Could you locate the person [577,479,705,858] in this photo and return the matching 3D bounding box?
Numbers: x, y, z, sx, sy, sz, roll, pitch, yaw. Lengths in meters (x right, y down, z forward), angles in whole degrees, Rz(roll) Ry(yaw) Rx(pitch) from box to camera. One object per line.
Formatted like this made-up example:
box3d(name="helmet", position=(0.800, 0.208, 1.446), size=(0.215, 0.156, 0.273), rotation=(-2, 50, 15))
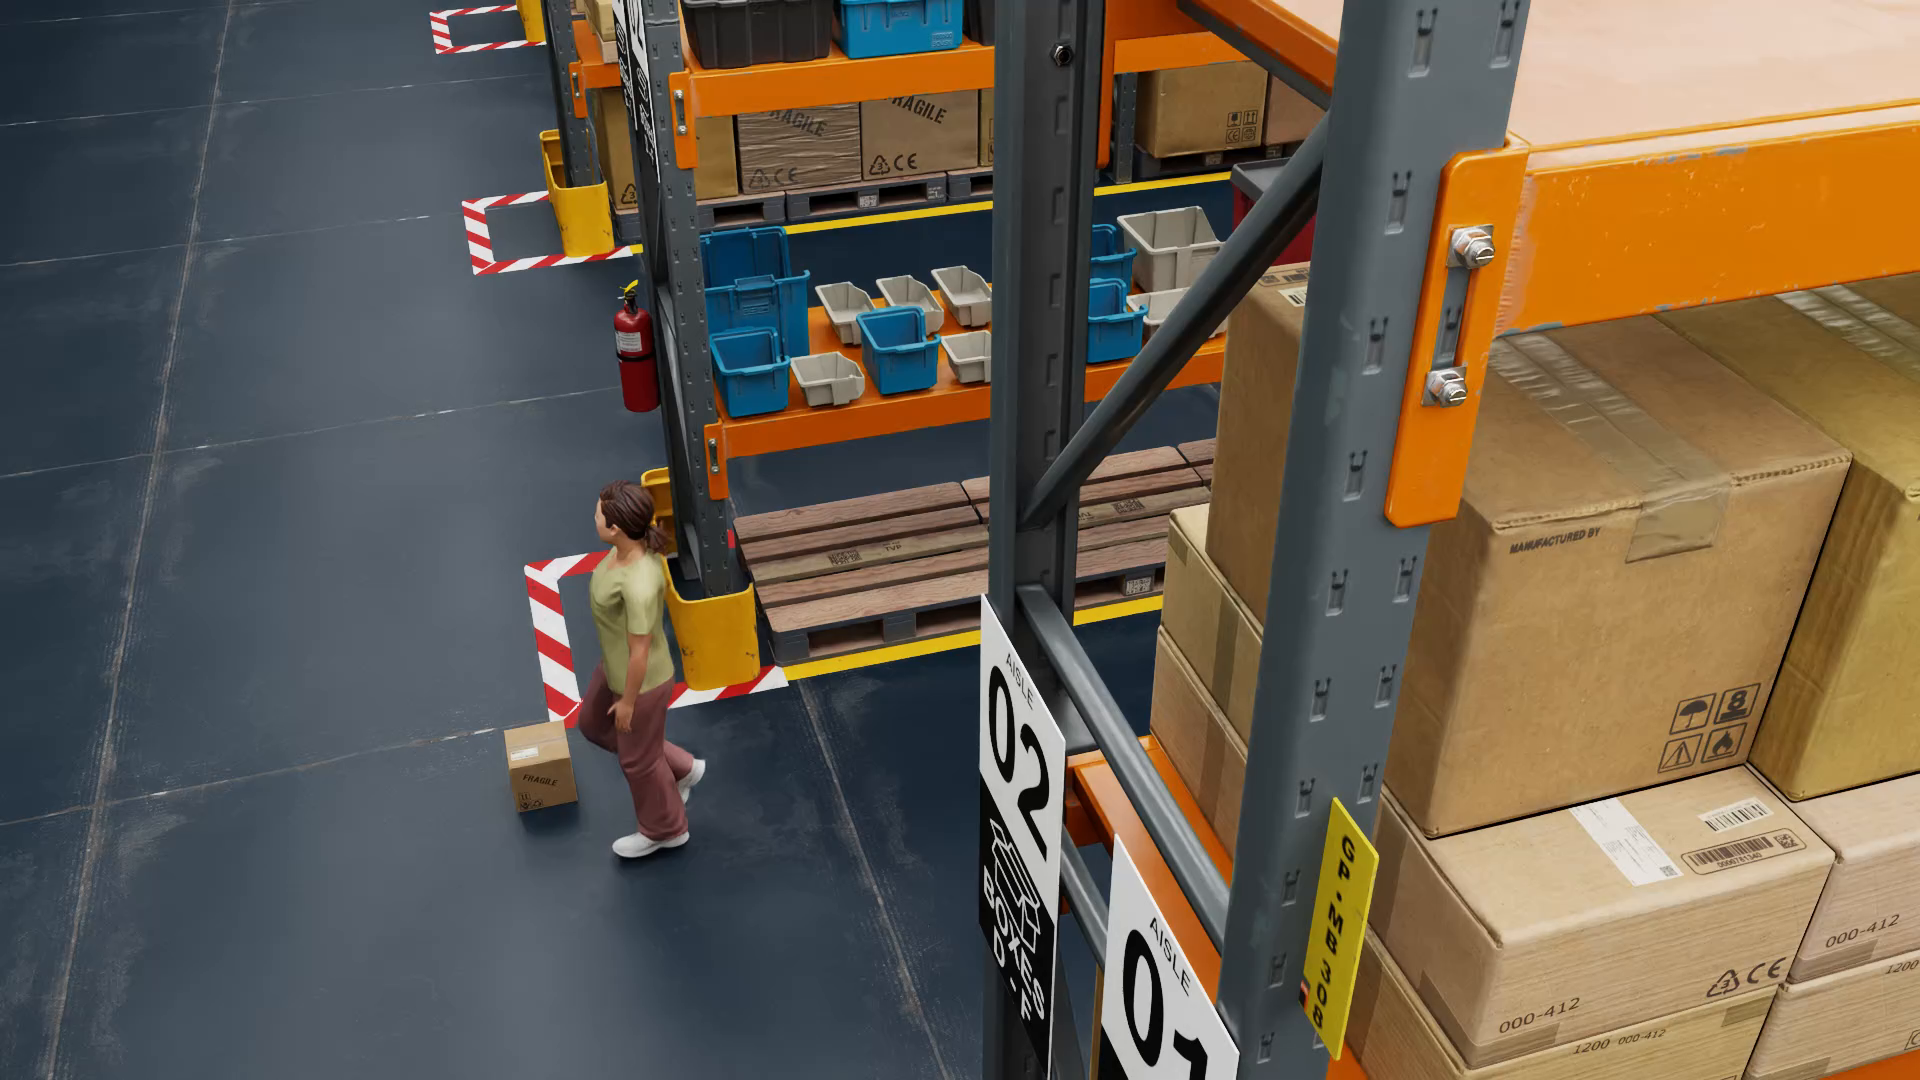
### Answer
box3d(name="person", position=(-1.245, 0.511, 6.355), size=(0.473, 1.664, 0.455), rotation=(-10, 35, -14))
